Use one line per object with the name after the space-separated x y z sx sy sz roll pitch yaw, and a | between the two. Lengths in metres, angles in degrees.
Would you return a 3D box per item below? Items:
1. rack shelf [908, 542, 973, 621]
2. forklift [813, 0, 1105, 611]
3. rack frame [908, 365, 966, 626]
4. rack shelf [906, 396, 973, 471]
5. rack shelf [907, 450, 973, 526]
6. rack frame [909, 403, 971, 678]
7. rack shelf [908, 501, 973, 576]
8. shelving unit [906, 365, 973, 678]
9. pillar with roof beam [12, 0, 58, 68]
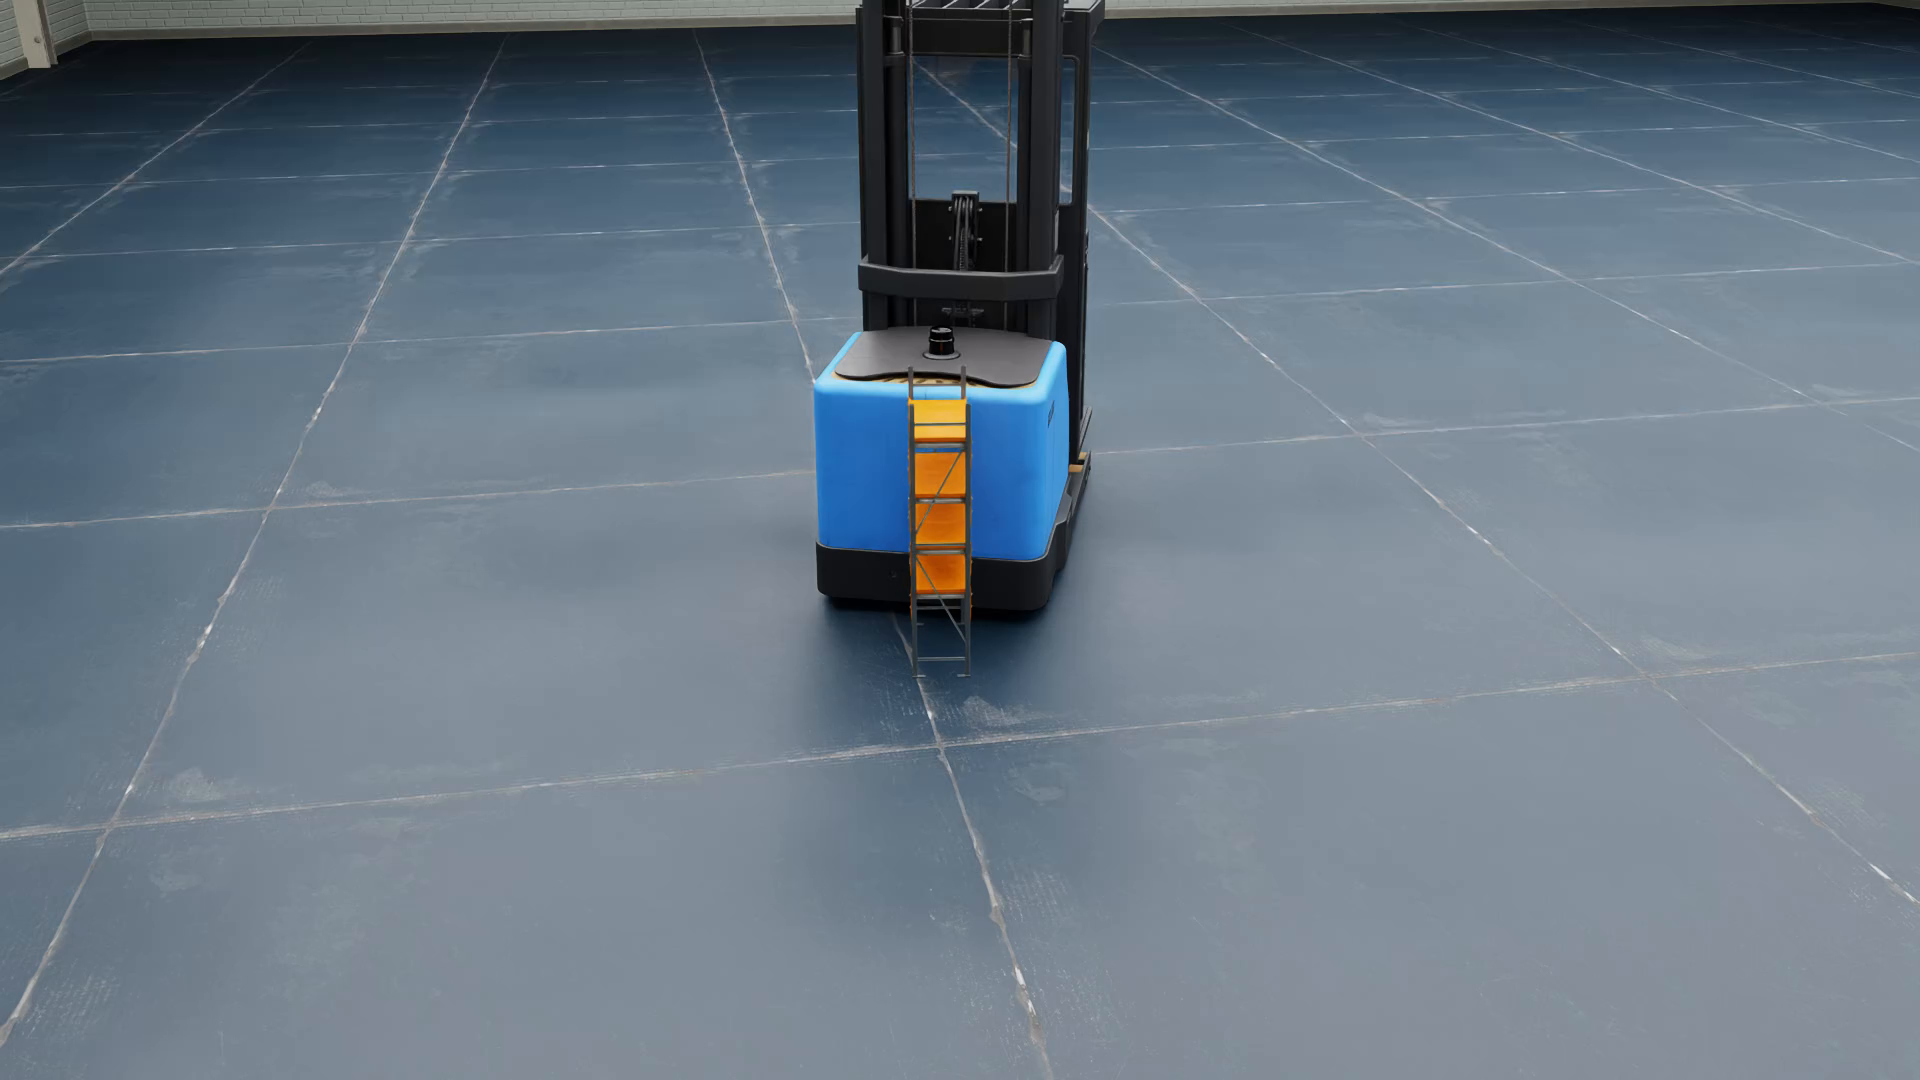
-0.087 0.168 7.032 0.258 0.148 0.480 -1 24 -2 | rack shelf
0.104 -1.590 8.227 1.130 2.935 3.031 4 24 9 | forklift
-0.096 -0.174 7.149 0.240 1.200 0.015 -1 24 -2 | rack frame
-0.087 -0.436 6.768 0.258 0.148 0.480 -1 24 -2 | rack shelf
-0.087 -0.219 6.863 0.258 0.148 0.480 -1 24 -2 | rack shelf
-0.078 0.022 6.702 0.240 1.200 0.015 -1 24 -2 | rack frame
-0.087 -0.014 6.952 0.258 0.148 0.480 -1 24 -2 | rack shelf
-0.087 -0.076 6.925 0.258 1.200 0.503 -1 24 -2 | shelving unit
-8.881 -11.216 22.687 9.100 9.000 0.400 -4 24 -10 | pillar with roof beam
